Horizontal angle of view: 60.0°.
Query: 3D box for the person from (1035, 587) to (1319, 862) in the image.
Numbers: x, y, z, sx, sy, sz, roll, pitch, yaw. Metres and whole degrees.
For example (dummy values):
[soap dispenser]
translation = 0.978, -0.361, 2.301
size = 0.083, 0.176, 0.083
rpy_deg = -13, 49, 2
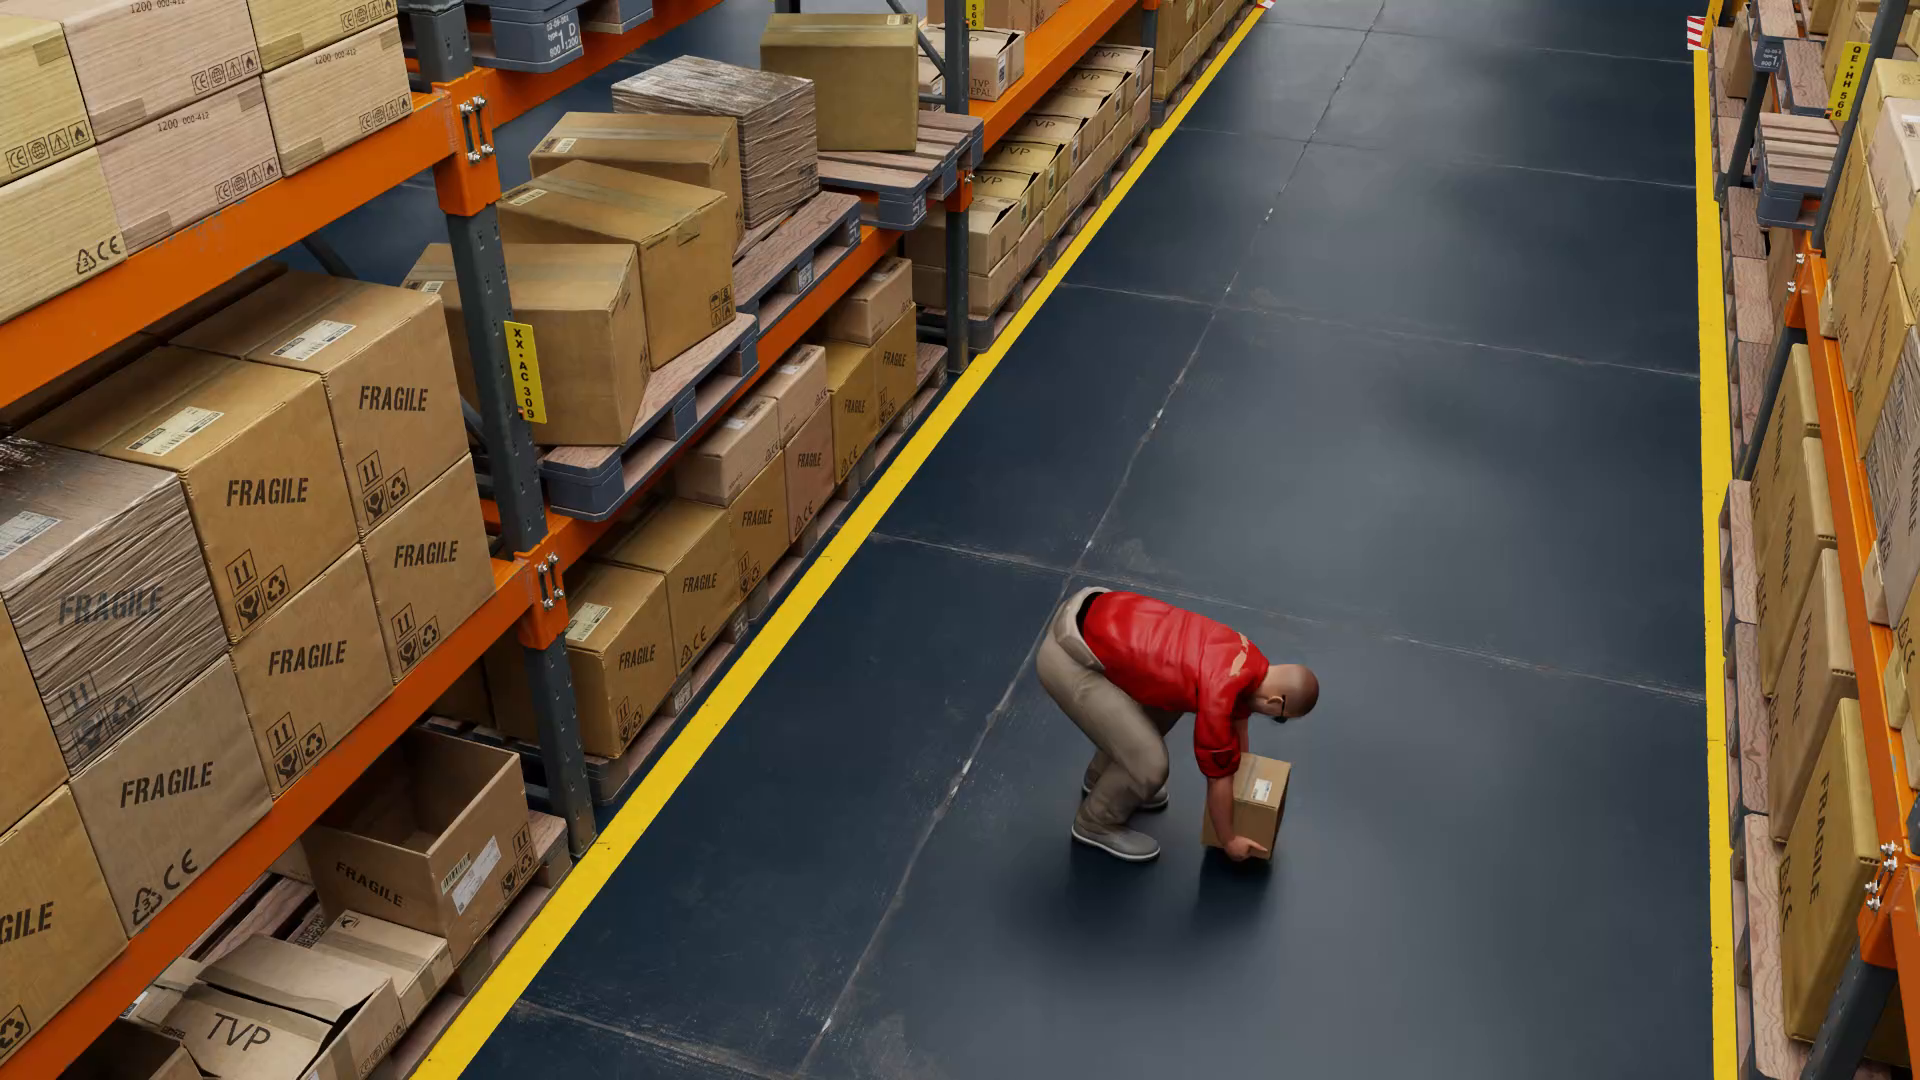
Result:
[person]
translation = 0.772, 0.665, 5.823
size = 0.899, 0.976, 0.509
rpy_deg = 9, 34, 14
